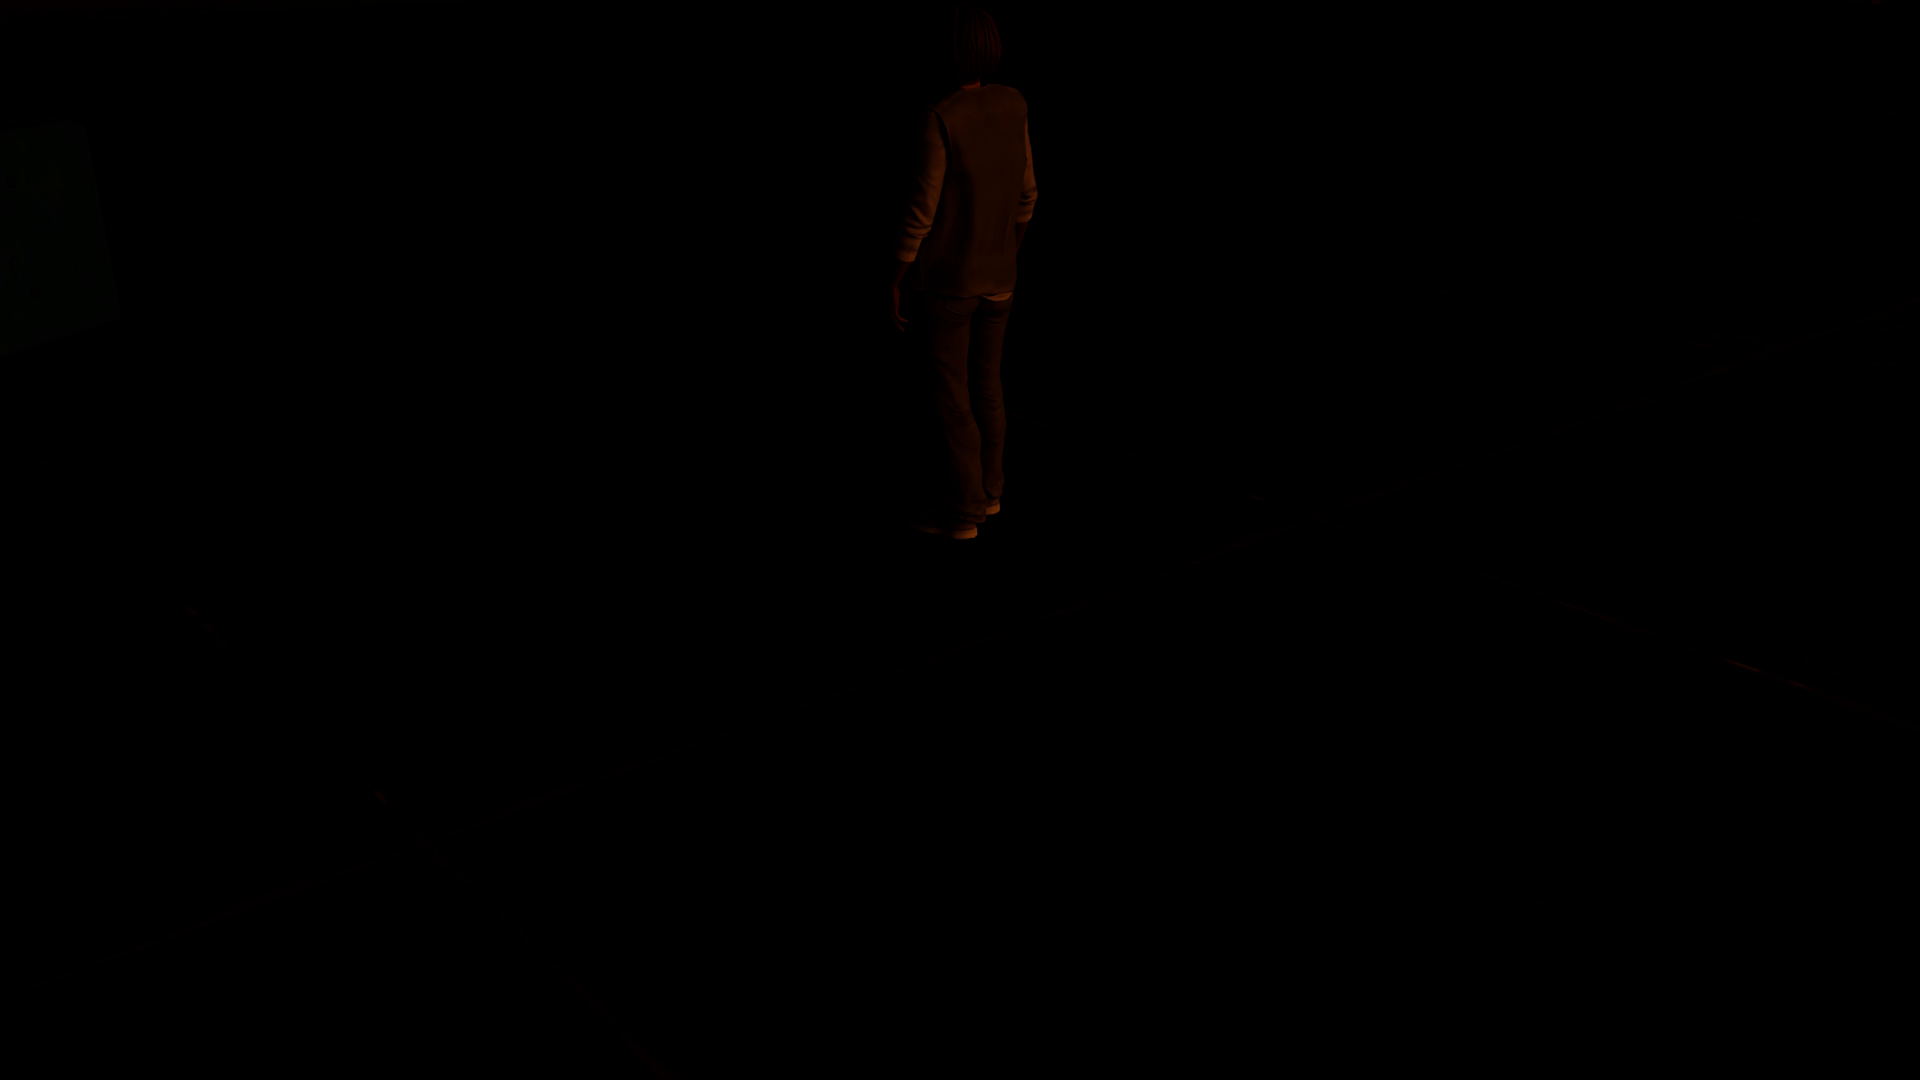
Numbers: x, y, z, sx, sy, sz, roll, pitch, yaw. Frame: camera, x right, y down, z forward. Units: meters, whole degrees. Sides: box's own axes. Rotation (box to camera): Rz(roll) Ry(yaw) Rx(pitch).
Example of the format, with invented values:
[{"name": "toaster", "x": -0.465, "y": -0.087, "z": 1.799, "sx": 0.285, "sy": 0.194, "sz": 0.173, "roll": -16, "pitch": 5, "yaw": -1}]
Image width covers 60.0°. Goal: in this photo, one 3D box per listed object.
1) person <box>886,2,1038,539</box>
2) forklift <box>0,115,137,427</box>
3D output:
[{"name": "person", "x": -0.037, "y": -0.762, "z": 4.958, "sx": 0.520, "sy": 1.576, "sz": 0.473, "roll": -17, "pitch": 28, "yaw": -37}, {"name": "forklift", "x": -4.859, "y": -1.947, "z": 6.111, "sx": 3.031, "sy": 2.935, "sz": 1.130, "roll": 7, "pitch": 23, "yaw": 16}]
